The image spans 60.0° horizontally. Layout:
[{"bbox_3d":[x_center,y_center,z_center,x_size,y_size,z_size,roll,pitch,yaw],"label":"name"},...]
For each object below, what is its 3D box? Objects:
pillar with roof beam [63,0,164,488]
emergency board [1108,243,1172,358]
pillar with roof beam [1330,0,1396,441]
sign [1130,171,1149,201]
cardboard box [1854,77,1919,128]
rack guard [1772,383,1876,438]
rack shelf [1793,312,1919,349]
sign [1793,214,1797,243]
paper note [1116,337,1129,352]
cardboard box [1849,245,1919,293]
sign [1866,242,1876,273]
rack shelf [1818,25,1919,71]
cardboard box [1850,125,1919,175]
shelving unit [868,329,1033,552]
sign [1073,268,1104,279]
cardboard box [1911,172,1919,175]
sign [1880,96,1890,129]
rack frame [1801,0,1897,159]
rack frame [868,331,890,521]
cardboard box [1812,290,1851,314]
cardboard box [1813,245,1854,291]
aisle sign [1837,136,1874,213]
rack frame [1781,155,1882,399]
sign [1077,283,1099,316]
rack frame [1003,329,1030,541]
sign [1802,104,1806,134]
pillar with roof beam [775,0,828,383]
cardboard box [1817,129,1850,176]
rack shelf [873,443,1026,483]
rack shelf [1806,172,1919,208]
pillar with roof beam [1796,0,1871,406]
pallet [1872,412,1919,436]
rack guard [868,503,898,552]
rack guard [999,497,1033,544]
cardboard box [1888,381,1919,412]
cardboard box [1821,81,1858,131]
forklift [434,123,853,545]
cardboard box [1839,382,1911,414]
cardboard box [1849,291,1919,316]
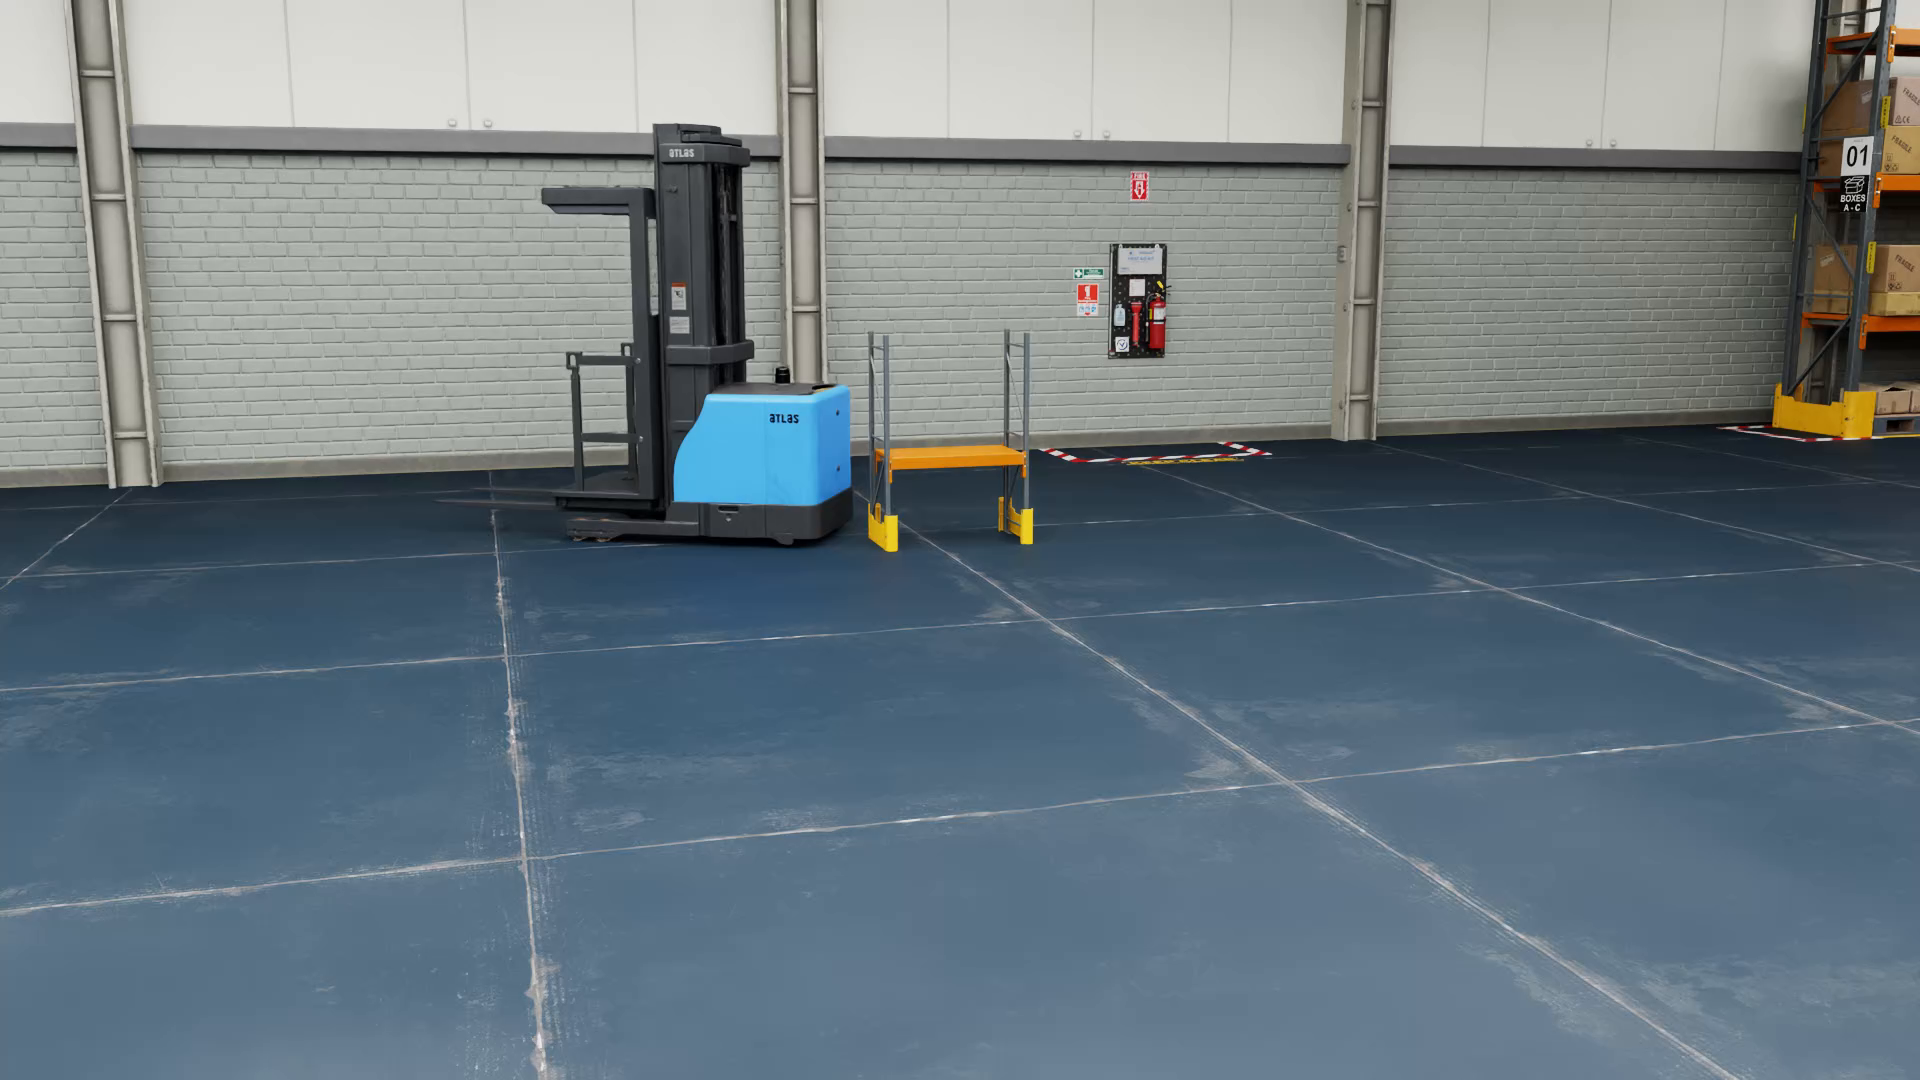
[{"bbox_3d":[-6.069,-4.164,9.812,0.400,9.000,9.100,-3,11,-16],"label":"pillar with roof beam"},{"bbox_3d":[1.866,-2.451,17.076,0.643,1.169,0.194,-3,11,-16],"label":"emergency board"},{"bbox_3d":[5.453,-4.772,13.111,0.400,9.000,9.100,-3,11,-16],"label":"pillar with roof beam"},{"bbox_3d":[1.831,-3.608,16.958,0.199,0.298,0.001,-3,11,-16],"label":"sign"},{"bbox_3d":[10.018,-4.691,17.863,0.500,0.500,0.500,-4,11,-20],"label":"cardboard box"},{"bbox_3d":[9.653,-1.462,18.607,0.348,0.500,1.175,-3,11,-16],"label":"rack guard"},{"bbox_3d":[11.501,-2.435,18.974,4.000,0.370,1.077,-3,11,-16],"label":"rack shelf"},{"bbox_3d":[9.444,-3.510,18.756,0.005,0.325,0.100,-3,11,-16],"label":"sign"},{"bbox_3d":[1.677,-2.021,17.172,0.142,0.148,0.016,-3,11,-16],"label":"paper note"},{"bbox_3d":[10.123,-2.964,18.151,0.500,0.500,0.500,-3,11,-16],"label":"cardboard box"},{"bbox_3d":[9.732,-3.019,17.769,0.005,0.325,0.100,-3,11,-16],"label":"sign"},{"bbox_3d":[11.501,-5.384,18.431,4.000,0.370,1.077,-3,11,-16],"label":"rack shelf"},{"bbox_3d":[9.971,-4.195,17.933,0.500,0.500,0.500,-3,11,-14],"label":"cardboard box"},{"bbox_3d":[-0.073,-0.734,11.890,1.083,1.500,0.587,-3,11,-16],"label":"shelving unit"},{"bbox_3d":[1.314,-2.718,16.963,0.331,0.109,0.001,-3,11,-16],"label":"sign"},{"bbox_3d":[10.497,-4.216,18.047,0.500,0.500,0.500,-2,11,-12],"label":"cardboard box"},{"bbox_3d":[9.732,-4.498,17.496,0.005,0.325,0.100,-3,11,-16],"label":"sign"},{"bbox_3d":[9.580,-5.638,17.816,0.127,3.000,1.000,-3,11,-16],"label":"rack frame"},{"bbox_3d":[-0.570,-0.708,11.748,0.032,1.500,0.500,-3,11,-16],"label":"rack frame"},{"bbox_3d":[9.975,-2.681,18.683,0.500,0.250,0.500,-3,11,-15],"label":"cardboard box"},{"bbox_3d":[9.974,-3.053,18.634,0.500,0.500,0.500,-3,11,-17],"label":"cardboard box"},{"bbox_3d":[9.595,-3.910,17.821,0.004,0.787,0.394,-3,11,-16],"label":"aisle sign"},{"bbox_3d":[9.580,-2.687,18.359,0.127,3.000,1.000,-3,11,-16],"label":"rack frame"},{"bbox_3d":[1.307,-2.459,17.018,0.234,0.329,0.001,-3,11,-16],"label":"sign"},{"bbox_3d":[0.406,-0.759,12.027,0.032,1.500,0.500,-3,11,-16],"label":"rack frame"},{"bbox_3d":[9.444,-4.696,18.537,0.005,0.325,0.100,-3,11,-16],"label":"sign"},{"bbox_3d":[-0.308,-4.468,11.462,0.400,9.000,9.100,-3,11,-16],"label":"pillar with roof beam"},{"bbox_3d":[9.910,-4.287,18.431,0.500,0.500,0.500,-2,11,-12],"label":"cardboard box"},{"bbox_3d":[-0.082,-0.556,11.920,1.000,0.185,0.538,-3,11,-16],"label":"rack shelf"},{"bbox_3d":[11.501,-3.910,18.703,4.000,0.370,1.077,-3,11,-16],"label":"rack shelf"},{"bbox_3d":[11.214,-5.075,14.760,0.400,9.000,9.100,-3,11,-16],"label":"pillar with roof beam"},{"bbox_3d":[10.443,-1.355,18.823,1.213,0.211,1.003,-3,11,-16],"label":"pallet"},{"bbox_3d":[-0.551,-0.094,11.866,0.087,0.250,0.587,-3,11,-16],"label":"rack guard"},{"bbox_3d":[0.405,-0.144,12.140,0.087,0.250,0.587,-3,11,-16],"label":"rack guard"},{"bbox_3d":[10.817,-1.630,18.825,0.500,0.311,0.500,-2,11,-11],"label":"cardboard box"},{"bbox_3d":[9.921,-4.781,18.352,0.500,0.500,0.500,-3,11,-13],"label":"cardboard box"},{"bbox_3d":[-2.377,-1.518,12.196,3.031,2.935,1.130,2,11,11],"label":"forklift"},{"bbox_3d":[10.270,-1.601,18.668,0.500,0.311,0.500,-4,11,-22],"label":"cardboard box"},{"bbox_3d":[10.138,-2.593,18.205,0.500,0.250,0.500,-3,11,-18],"label":"cardboard box"}]
